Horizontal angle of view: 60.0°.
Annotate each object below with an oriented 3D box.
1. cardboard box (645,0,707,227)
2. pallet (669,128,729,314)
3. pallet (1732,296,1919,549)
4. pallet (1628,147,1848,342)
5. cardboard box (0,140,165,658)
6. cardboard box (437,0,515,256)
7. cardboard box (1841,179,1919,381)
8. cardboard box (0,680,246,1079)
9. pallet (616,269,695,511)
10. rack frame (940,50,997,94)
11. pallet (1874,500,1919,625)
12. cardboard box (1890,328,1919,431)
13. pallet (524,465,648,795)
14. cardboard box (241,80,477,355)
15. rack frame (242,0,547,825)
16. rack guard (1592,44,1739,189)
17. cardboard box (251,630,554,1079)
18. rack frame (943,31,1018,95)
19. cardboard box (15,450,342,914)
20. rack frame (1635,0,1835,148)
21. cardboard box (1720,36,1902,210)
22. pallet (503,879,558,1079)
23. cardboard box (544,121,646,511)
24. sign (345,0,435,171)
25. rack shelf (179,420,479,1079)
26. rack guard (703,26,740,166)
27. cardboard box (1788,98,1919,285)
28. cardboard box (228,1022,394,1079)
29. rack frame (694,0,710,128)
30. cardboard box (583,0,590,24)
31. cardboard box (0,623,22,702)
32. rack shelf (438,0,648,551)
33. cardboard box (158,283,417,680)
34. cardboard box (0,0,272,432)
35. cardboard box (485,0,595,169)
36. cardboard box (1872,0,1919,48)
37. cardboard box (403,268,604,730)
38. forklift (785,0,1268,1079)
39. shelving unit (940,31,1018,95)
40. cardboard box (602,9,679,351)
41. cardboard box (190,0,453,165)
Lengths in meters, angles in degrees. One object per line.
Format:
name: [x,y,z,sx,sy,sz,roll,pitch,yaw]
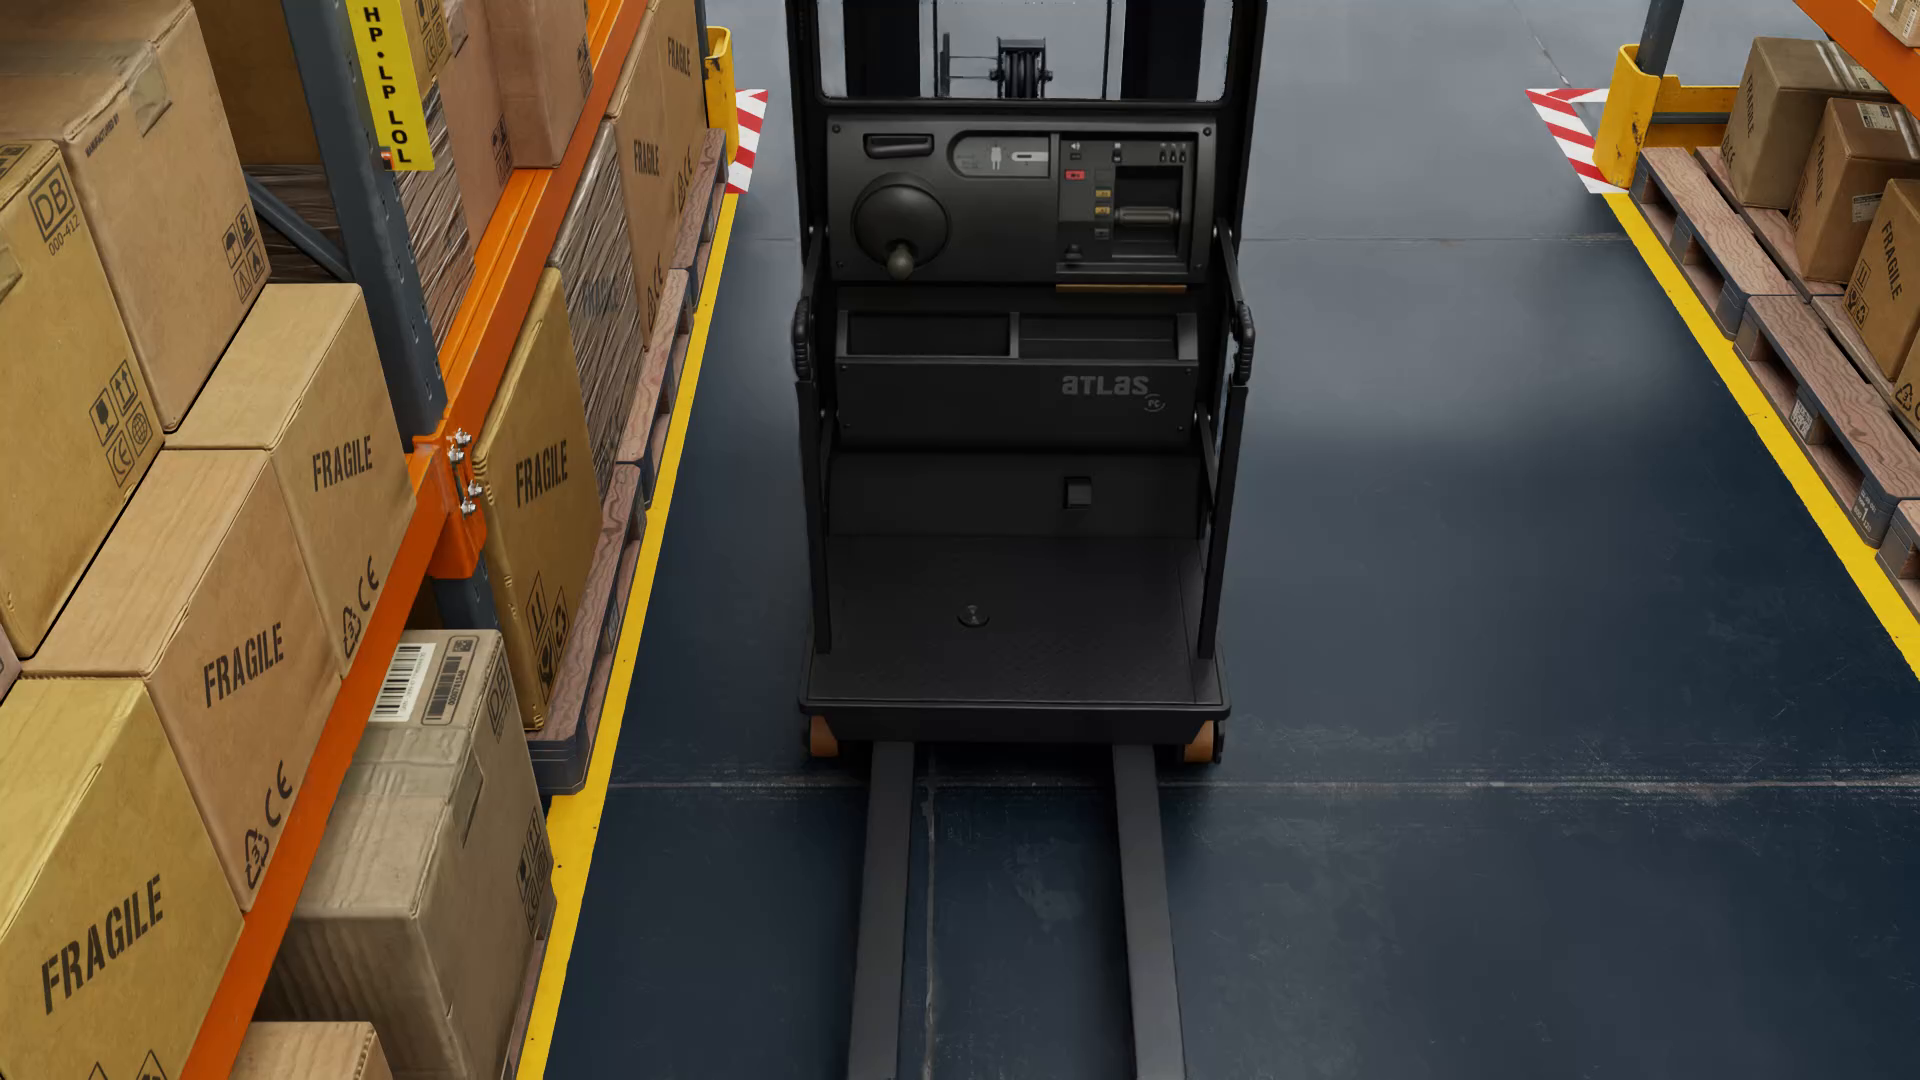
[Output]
cardboard box: [-1.513,-1.804,6.466,0.875,0.875,0.875,0,39,0]
pallet: [-1.501,-1.305,6.710,1.003,0.211,1.213,0,39,0]
pallet: [3.344,-0.429,5.617,1.003,0.211,1.213,0,39,0]
pallet: [3.346,-1.190,6.566,1.003,0.211,1.213,0,39,0]
cardboard box: [-1.566,-0.189,2.208,0.700,0.500,0.500,-1,39,-1]
cardboard box: [-1.611,-1.025,4.011,0.875,0.550,0.550,0,39,0]
cardboard box: [3.381,-0.867,5.596,0.500,0.500,0.500,3,39,4]
cardboard box: [-1.306,0.527,2.114,0.500,0.500,0.500,0,39,0]
pallet: [-1.502,-0.544,5.761,1.003,0.211,1.213,0,39,0]
rack frame: [0.056,-1.053,5.590,0.240,1.200,0.006,2,36,2]
pallet: [3.349,0.336,4.662,1.003,0.211,1.213,0,39,0]
cardboard box: [3.337,-0.518,5.160,0.500,0.500,0.500,-3,39,-4]
pallet: [-1.498,0.220,4.806,1.003,0.211,1.213,0,39,0]
cardboard box: [-1.588,-0.681,3.582,0.875,0.550,0.550,0,39,0]
rack frame: [-1.575,-0.392,3.341,1.000,3.000,0.127,0,39,0]
rack guard: [3.380,-1.811,7.110,1.175,0.500,0.348,0,39,0]
cardboard box: [-1.485,0.710,3.429,1.050,0.750,0.750,0,39,0]
rack frame: [0.065,-1.159,5.738,0.240,1.200,0.006,2,36,2]
cardboard box: [-1.307,0.211,2.508,0.500,0.500,0.500,0,39,-1]
rack frame: [3.380,-2.834,6.388,1.000,3.000,0.127,0,39,0]
cardboard box: [3.364,-1.632,6.551,0.500,0.500,0.500,7,39,8]
pallet: [-1.499,1.178,3.611,1.003,0.211,1.213,0,39,0]
cardboard box: [-1.511,-0.684,5.068,0.875,0.875,0.875,0,39,0]
sign: [-1.033,-0.820,3.012,0.100,0.325,0.005,0,39,0]
rack shelf: [-1.573,1.139,2.005,1.077,0.370,4.000,0,39,0]
rack guard: [-1.580,-1.933,7.263,1.175,0.500,0.348,0,39,0]
cardboard box: [3.399,-1.258,6.084,0.500,0.500,0.500,10,40,12]
cardboard box: [-1.487,1.313,2.676,1.050,0.750,0.750,0,39,0]
rack frame: [-1.580,-2.894,6.462,1.000,3.000,0.127,0,39,0]
cardboard box: [-1.595,-1.695,4.846,0.875,0.550,0.500,0,39,0]
cardboard box: [-1.566,0.127,1.814,0.700,0.500,0.500,0,39,0]
rack shelf: [-1.578,-1.362,5.126,1.077,0.370,4.000,0,39,0]
cardboard box: [-1.307,-0.105,2.903,0.500,0.500,0.500,0,39,0]
cardboard box: [-1.569,-0.511,2.609,0.700,0.500,0.500,-1,39,-1]
cardboard box: [-1.494,-1.363,4.432,0.875,0.550,0.550,0,39,0]
cardboard box: [3.047,-1.619,5.073,0.380,0.149,0.250,0,39,0]
cardboard box: [-1.506,-0.120,4.365,0.875,0.875,0.875,1,39,1]
forklift: [0.144,-0.744,3.834,1.130,2.935,3.031,1,39,1]
shelving unit: [0.060,-1.106,5.664,0.258,1.200,0.189,2,36,2]
cardboard box: [-1.510,-1.254,5.780,0.875,0.875,0.875,-1,39,-1]
cardboard box: [-1.541,-1.103,3.244,0.875,0.550,0.550,0,39,0]
